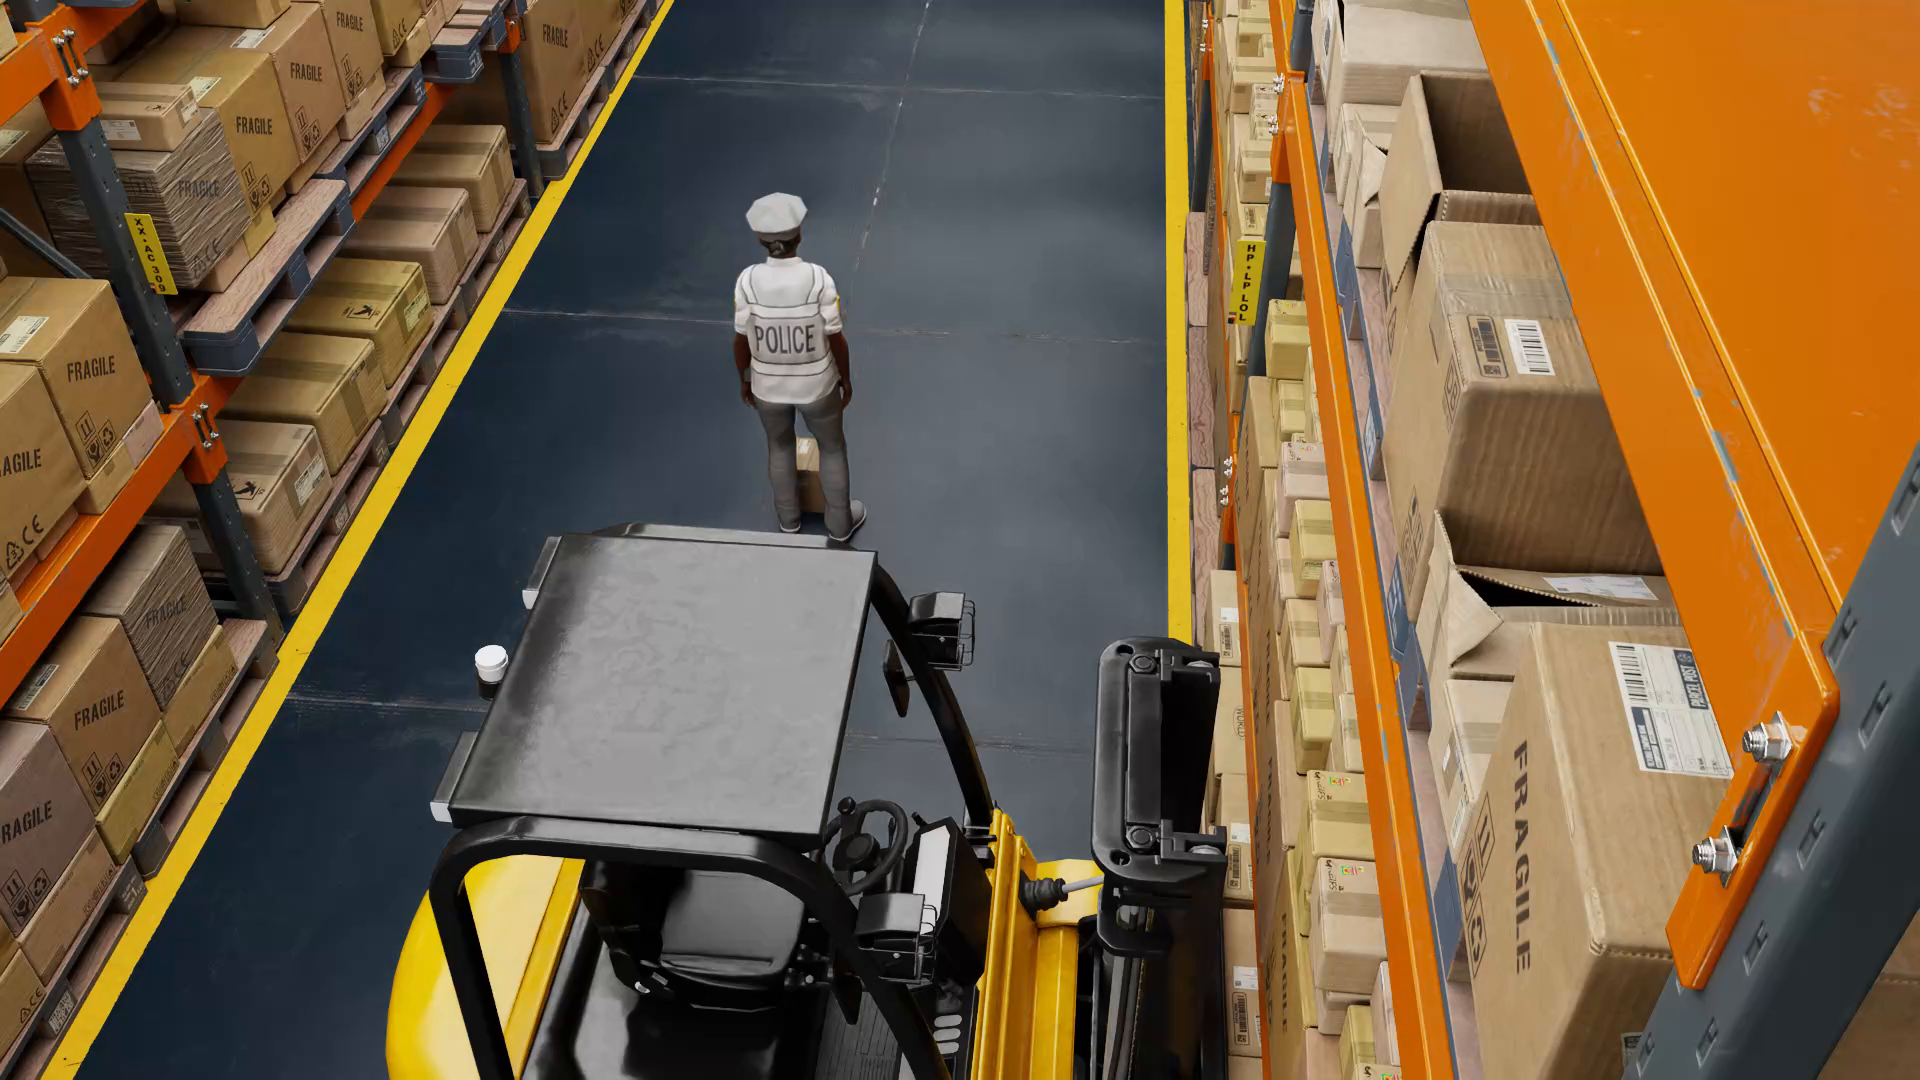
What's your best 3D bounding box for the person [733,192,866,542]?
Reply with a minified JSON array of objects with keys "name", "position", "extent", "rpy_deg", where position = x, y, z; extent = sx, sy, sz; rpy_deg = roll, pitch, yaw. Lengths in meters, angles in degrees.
[{"name":"person","position":[-0.708,-0.699,7.274],"extent":[0.525,1.658,0.427],"rpy_deg":[1,40,1]}]
